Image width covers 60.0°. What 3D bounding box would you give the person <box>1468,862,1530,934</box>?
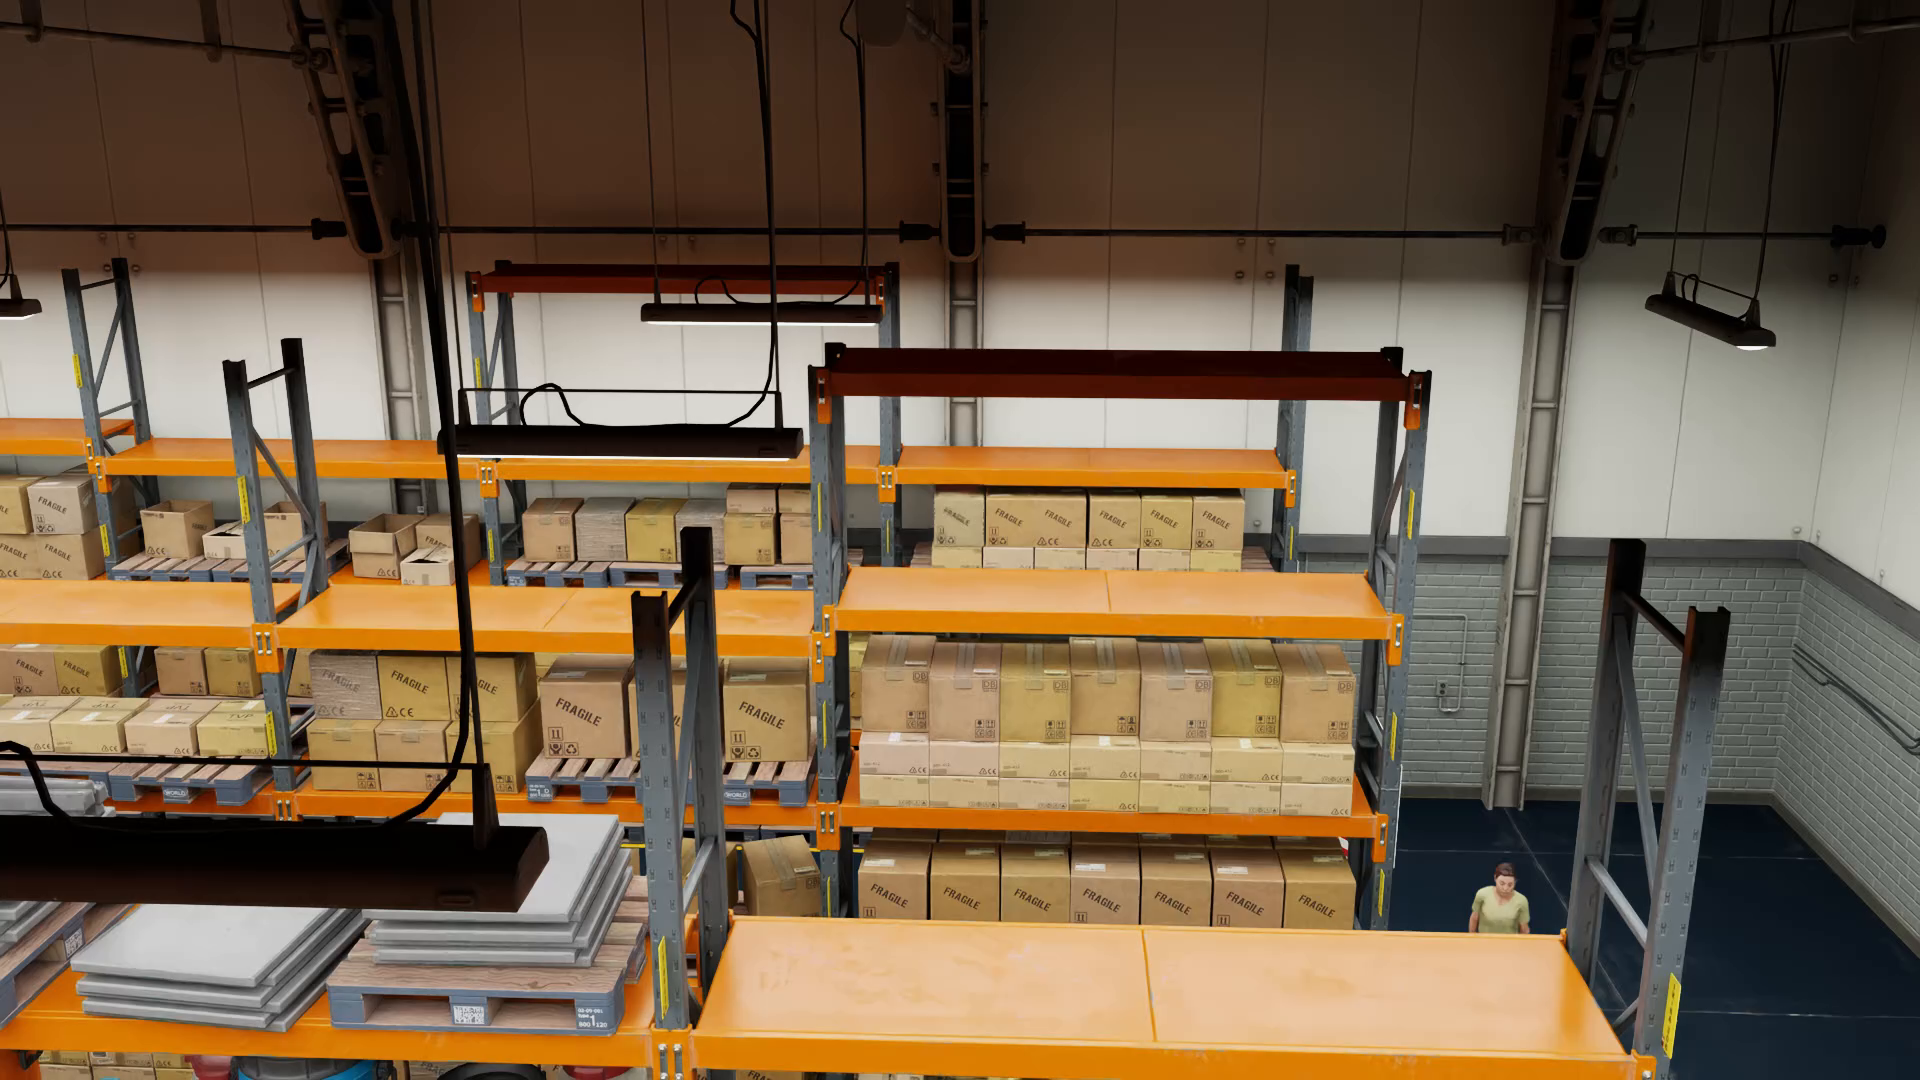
[{"bbox_3d":[4.468,3.409,13.831,0.490,1.668,0.617,6,17,20],"label":"person"}]
